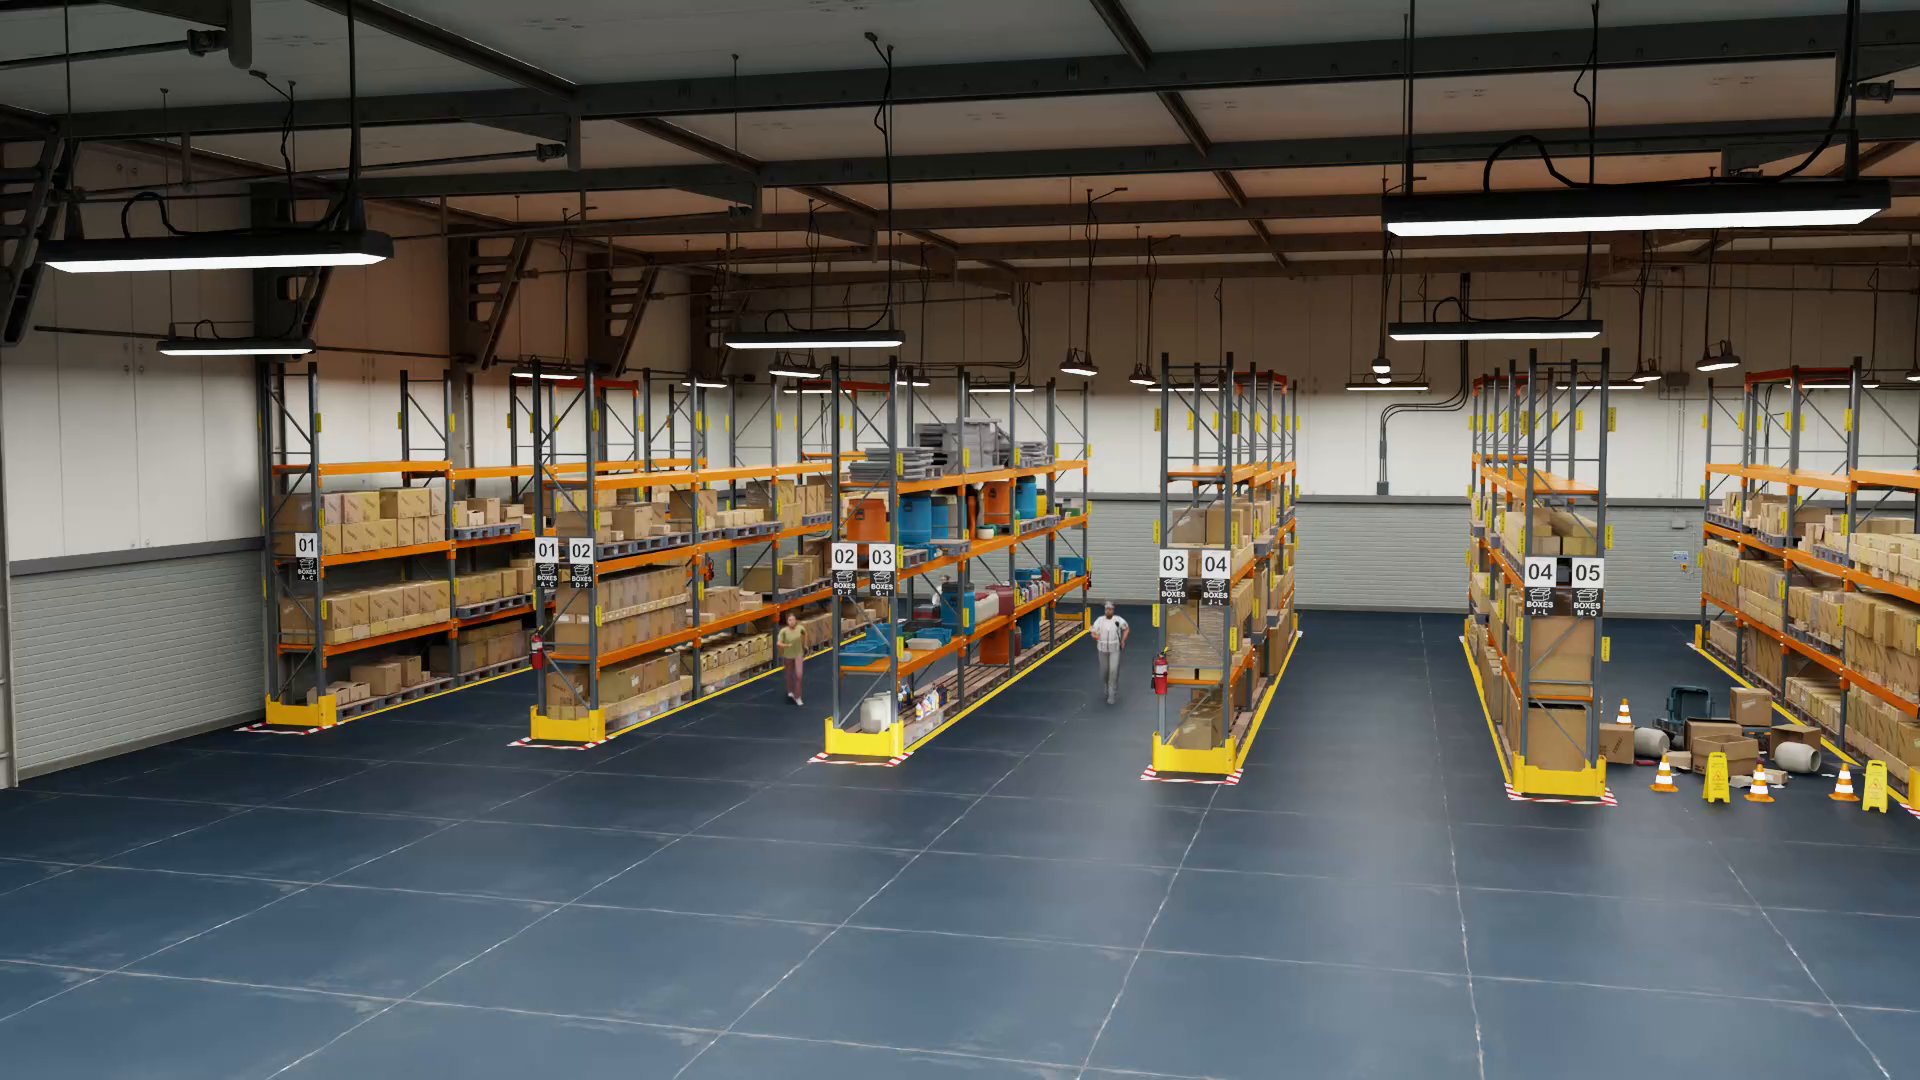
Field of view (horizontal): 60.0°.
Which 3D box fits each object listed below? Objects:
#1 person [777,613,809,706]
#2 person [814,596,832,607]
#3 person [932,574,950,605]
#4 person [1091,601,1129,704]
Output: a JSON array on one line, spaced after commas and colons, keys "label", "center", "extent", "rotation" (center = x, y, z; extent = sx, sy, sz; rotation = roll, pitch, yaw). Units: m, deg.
[{"label": "person", "center": [-2.983, 2.100, 29.710], "extent": [0.573, 1.640, 0.938], "rotation": [0, 4, -7]}, {"label": "person", "center": [-3.450, 1.160, 43.189], "extent": [0.834, 1.656, 0.572], "rotation": [1, 4, 19]}, {"label": "person", "center": [-0.332, 1.595, 36.446], "extent": [0.636, 1.720, 0.826], "rotation": [1, 4, 18]}, {"label": "person", "center": [2.700, 1.996, 30.040], "extent": [0.674, 1.806, 0.969], "rotation": [1, 4, 10]}]
